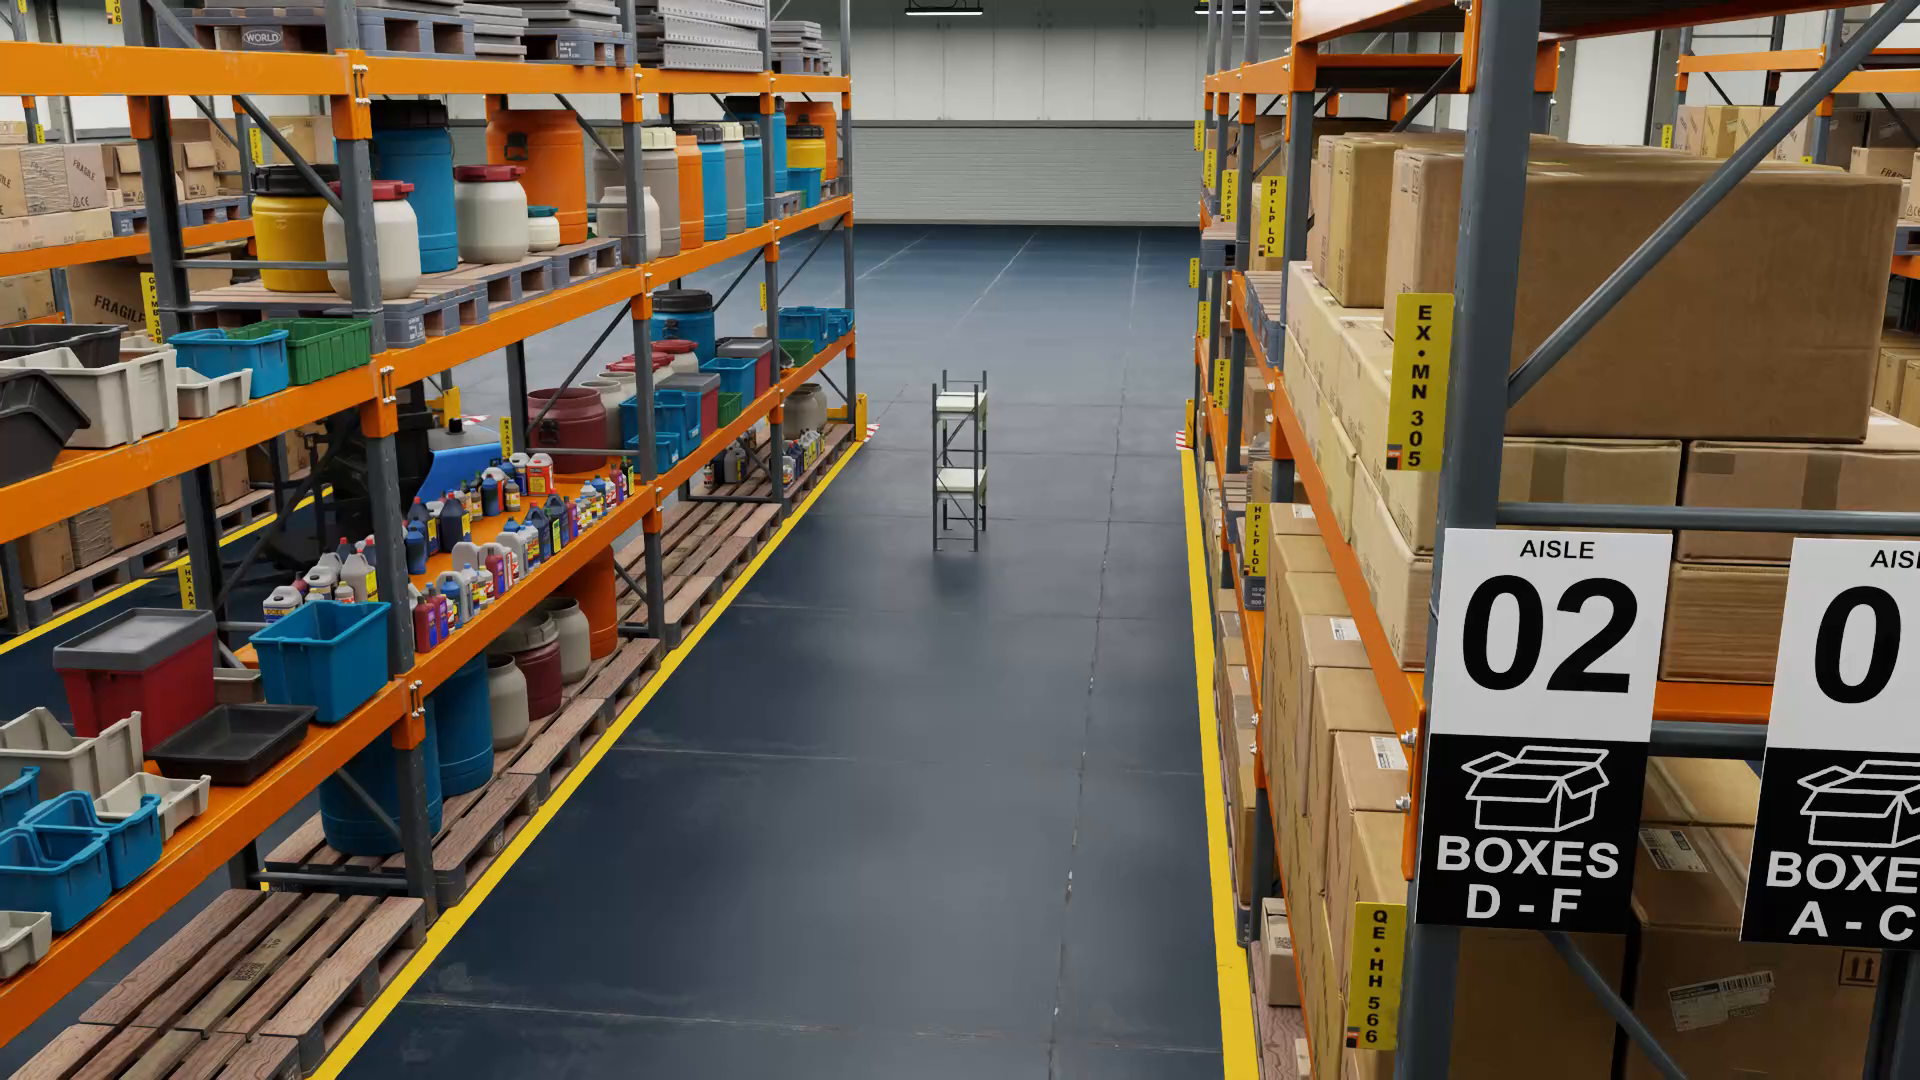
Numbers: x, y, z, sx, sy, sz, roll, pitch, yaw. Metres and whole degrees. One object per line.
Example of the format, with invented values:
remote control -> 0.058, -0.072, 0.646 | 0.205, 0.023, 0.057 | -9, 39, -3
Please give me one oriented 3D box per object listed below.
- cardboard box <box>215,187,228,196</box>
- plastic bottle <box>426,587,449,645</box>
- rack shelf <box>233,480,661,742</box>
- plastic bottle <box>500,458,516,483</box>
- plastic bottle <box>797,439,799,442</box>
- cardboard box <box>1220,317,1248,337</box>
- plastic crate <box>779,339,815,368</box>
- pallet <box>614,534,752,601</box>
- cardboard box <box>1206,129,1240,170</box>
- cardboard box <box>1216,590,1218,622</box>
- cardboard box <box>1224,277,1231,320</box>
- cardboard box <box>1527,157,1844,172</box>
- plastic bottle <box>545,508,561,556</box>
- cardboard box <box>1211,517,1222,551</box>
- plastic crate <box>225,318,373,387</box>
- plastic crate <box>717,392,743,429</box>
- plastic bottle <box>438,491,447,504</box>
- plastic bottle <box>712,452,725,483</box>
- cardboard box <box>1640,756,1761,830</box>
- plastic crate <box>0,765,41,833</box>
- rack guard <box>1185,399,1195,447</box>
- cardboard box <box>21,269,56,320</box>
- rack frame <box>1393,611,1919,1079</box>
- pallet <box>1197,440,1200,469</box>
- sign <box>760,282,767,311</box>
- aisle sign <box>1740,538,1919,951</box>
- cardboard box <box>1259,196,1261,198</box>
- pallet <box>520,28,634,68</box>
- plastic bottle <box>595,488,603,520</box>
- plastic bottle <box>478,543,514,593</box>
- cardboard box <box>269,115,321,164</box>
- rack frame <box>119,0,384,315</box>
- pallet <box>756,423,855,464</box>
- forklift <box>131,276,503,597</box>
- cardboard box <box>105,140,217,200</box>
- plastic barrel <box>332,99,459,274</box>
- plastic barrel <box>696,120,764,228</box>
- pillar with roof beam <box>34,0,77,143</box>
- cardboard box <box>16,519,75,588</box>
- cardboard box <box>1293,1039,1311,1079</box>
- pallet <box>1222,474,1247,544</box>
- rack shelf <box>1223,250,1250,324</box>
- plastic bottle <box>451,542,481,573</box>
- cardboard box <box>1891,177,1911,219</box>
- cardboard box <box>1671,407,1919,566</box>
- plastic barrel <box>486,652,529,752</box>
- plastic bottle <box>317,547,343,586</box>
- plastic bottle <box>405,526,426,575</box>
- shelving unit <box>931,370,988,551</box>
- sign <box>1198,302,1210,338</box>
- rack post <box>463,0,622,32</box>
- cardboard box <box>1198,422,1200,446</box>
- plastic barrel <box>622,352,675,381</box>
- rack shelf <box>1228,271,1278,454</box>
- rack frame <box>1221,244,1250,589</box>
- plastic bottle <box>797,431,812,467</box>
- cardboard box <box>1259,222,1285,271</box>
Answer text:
cardboard box -> -7.311, -3.295, 16.141 | 0.500, 0.250, 0.500 | 2, 15, 8
plastic bottle -> -2.604, 0.367, 8.283 | 0.061, 0.283, 0.133 | 2, 15, 6
rack shelf -> -2.859, 0.256, 9.847 | 1.077, 0.370, 4.000 | 2, 15, 6
plastic bottle -> -3.044, -0.416, 11.200 | 0.097, 0.271, 0.097 | 0, 15, 0
plastic bottle -> -1.700, -0.956, 17.467 | 0.097, 0.201, 0.097 | 0, 15, 0
cardboard box -> 2.557, -1.939, 15.152 | 0.380, 0.149, 0.250 | 2, 15, 6
plastic crate -> -1.748, -1.889, 16.807 | 0.450, 0.188, 0.662 | 2, 15, 6
pallet -> -2.367, 0.221, 13.941 | 1.003, 0.211, 1.213 | 2, 15, 6
cardboard box -> 2.732, -3.882, 16.761 | 0.500, 0.500, 0.500 | 2, 15, 6
cardboard box -> 2.105, 0.518, 11.964 | 0.500, 0.250, 0.500 | 2, 15, 8
cardboard box -> 2.783, -2.290, 15.209 | 0.700, 0.500, 0.500 | 2, 15, 7
cardboard box -> 1.567, -0.628, 3.885 | 0.700, 0.500, 0.500 | 2, 15, 6
plastic bottle -> -2.420, -0.057, 9.851 | 0.061, 0.283, 0.133 | 2, 15, 6
cardboard box -> 2.214, -0.018, 12.872 | 0.500, 0.311, 0.500 | 2, 15, 6
plastic crate -> -2.832, -0.800, 7.032 | 0.450, 0.188, 0.662 | 2, 15, 6
plastic crate -> -2.098, -1.085, 13.835 | 0.450, 0.188, 0.662 | 2, 15, 6
plastic bottle -> -3.179, -0.153, 10.204 | 0.061, 0.283, 0.133 | 2, 15, 6
plastic bottle -> -2.396, -0.757, 16.446 | 0.144, 0.351, 0.185 | 1, 15, 5
cardboard box -> 1.749, 0.838, 4.211 | 0.500, 0.500, 0.500 | 2, 15, 7
plastic crate -> -3.559, 0.976, 6.010 | 0.416, 0.233, 0.300 | 2, 15, 6
rack guard -> 3.193, -1.338, 19.151 | 1.175, 0.500, 0.348 | 2, 15, 6
cardboard box -> -11.566, -2.978, 20.141 | 0.875, 0.550, 0.550 | 2, 15, 6
rack frame -> 1.385, 1.612, 3.455 | 1.000, 3.000, 0.127 | 2, 15, 6
pallet -> 3.146, -0.992, 18.428 | 1.003, 0.211, 1.213 | 2, 15, 6
sign -> -2.277, -2.836, 19.373 | 0.100, 0.325, 0.005 | 2, 15, 6
aisle sign -> 1.669, 0.383, 3.018 | 0.394, 0.787, 0.004 | 2, 15, 6
cardboard box -> 2.283, -2.161, 11.143 | 0.500, 0.250, 0.500 | 1, 15, 2
pallet -> -2.745, -3.036, 10.277 | 1.213, 0.211, 1.003 | 2, 15, 6
plastic bottle -> -2.345, -0.232, 10.653 | 0.097, 0.201, 0.097 | 0, 15, 0
plastic bottle -> -2.549, 0.138, 9.142 | 0.152, 0.276, 0.135 | 2, 15, 6
cardboard box -> -7.088, -4.335, 17.981 | 0.500, 0.500, 0.500 | 2, 15, 6
rack frame -> -3.085, -2.469, 7.052 | 1.000, 3.000, 0.127 | 2, 15, 6
pallet -> -1.789, -1.107, 18.852 | 1.003, 0.211, 1.213 | 2, 15, 6
forklift -> -5.207, -1.086, 13.561 | 3.031, 2.935, 1.130 | -12, 19, -38
cardboard box -> -7.255, -3.375, 15.148 | 0.797, 0.503, 0.637 | 1, 15, 3
plastic barrel -> -3.044, -1.912, 8.977 | 0.600, 0.901, 0.708 | 2, 15, 6
plastic barrel -> -2.024, -3.199, 14.540 | 0.600, 0.901, 0.708 | 2, 15, 6
pillar with roof beam -> -16.097, -10.552, 36.944 | 9.100, 9.000, 0.400 | 2, 15, 6
cardboard box -> -7.499, 0.064, 13.125 | 0.700, 0.500, 0.500 | 1, 15, 3
cardboard box -> 1.487, 2.057, 6.394 | 0.380, 0.166, 0.250 | 2, 15, 6
pallet -> 2.281, -0.193, 10.496 | 1.213, 0.211, 1.003 | 2, 15, 6
rack shelf -> 2.514, -2.083, 12.749 | 1.077, 0.370, 4.000 | 2, 15, 6
plastic bottle -> -2.701, 0.134, 9.158 | 0.152, 0.276, 0.135 | 2, 15, 6
cardboard box -> 7.451, -2.664, 12.888 | 0.500, 0.311, 0.500 | 2, 15, 8
cardboard box -> 1.702, -0.131, 3.482 | 0.500, 0.250, 0.500 | 2, 15, 6
plastic barrel -> -2.774, 0.958, 9.836 | 0.421, 0.512, 0.421 | 0, 15, 0
plastic bottle -> -3.306, 0.203, 8.759 | 0.144, 0.351, 0.185 | 2, 15, 6
plastic bottle -> -3.096, 0.056, 9.455 | 0.097, 0.271, 0.097 | 0, 15, 0
shelving unit -> 0.001, -0.726, 14.973 | 0.431, 1.500, 0.755 | 2, 15, 6
sign -> 2.188, -1.973, 14.901 | 0.100, 0.325, 0.005 | 2, 15, 6
rack post -> -2.674, -3.280, 10.199 | 0.954, 0.300, 0.937 | 2, 15, 6
cardboard box -> 2.856, -1.151, 18.136 | 0.500, 0.250, 0.500 | 2, 15, 6
plastic barrel -> -2.591, -1.281, 13.893 | 0.433, 0.535, 0.433 | 0, 15, 0
rack shelf -> 2.062, -1.045, 8.912 | 1.077, 0.370, 4.000 | 2, 15, 6
rack frame -> 2.288, -0.463, 11.128 | 1.000, 3.000, 0.127 | 2, 15, 6
plastic bottle -> -1.609, -0.937, 17.114 | 0.144, 0.351, 0.185 | 2, 15, 6
cardboard box -> 2.156, -1.578, 9.314 | 0.910, 0.500, 0.500 | 2, 15, 6
